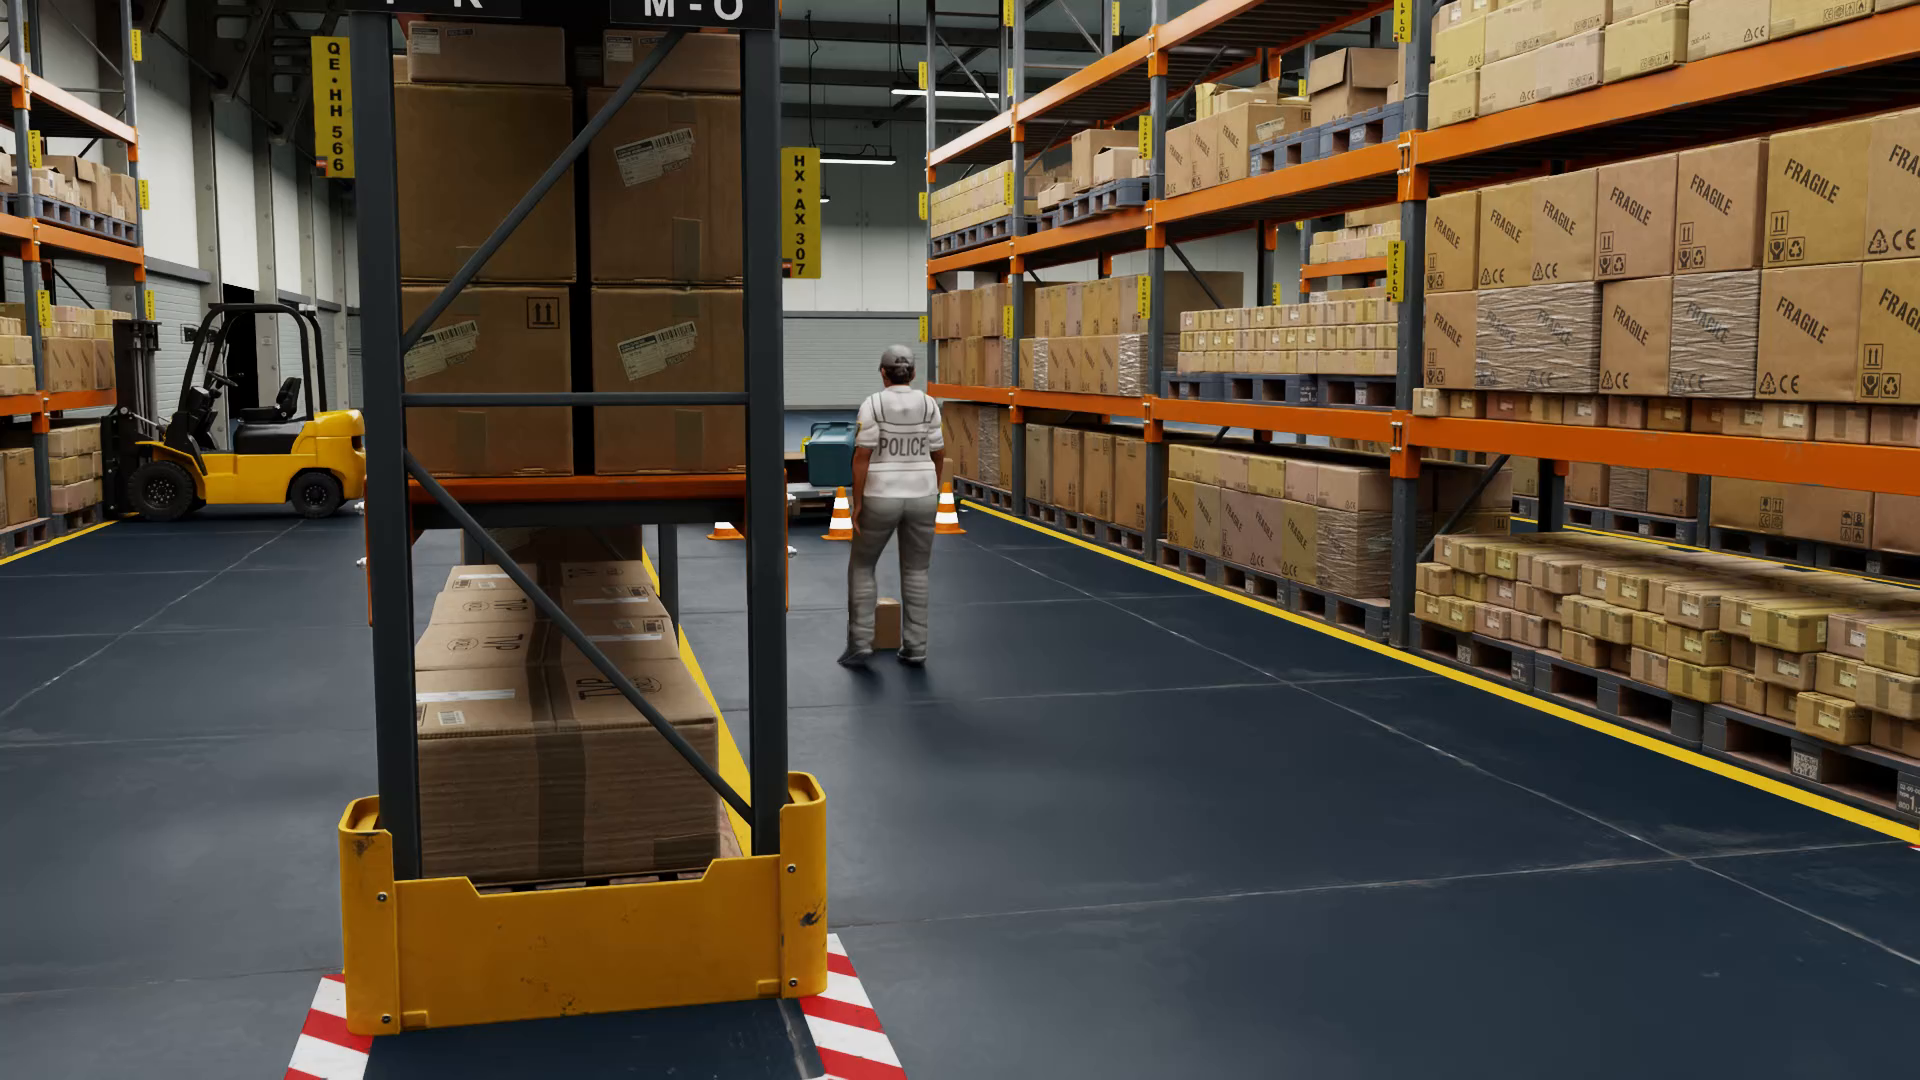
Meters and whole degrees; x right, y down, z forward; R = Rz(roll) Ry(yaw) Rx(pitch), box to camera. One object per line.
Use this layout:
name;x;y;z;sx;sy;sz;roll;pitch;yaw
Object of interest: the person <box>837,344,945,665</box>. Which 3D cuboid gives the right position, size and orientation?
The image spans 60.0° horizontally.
person;-0.352;-0.155;8.699;0.547;1.729;0.438;-2;7;-19
